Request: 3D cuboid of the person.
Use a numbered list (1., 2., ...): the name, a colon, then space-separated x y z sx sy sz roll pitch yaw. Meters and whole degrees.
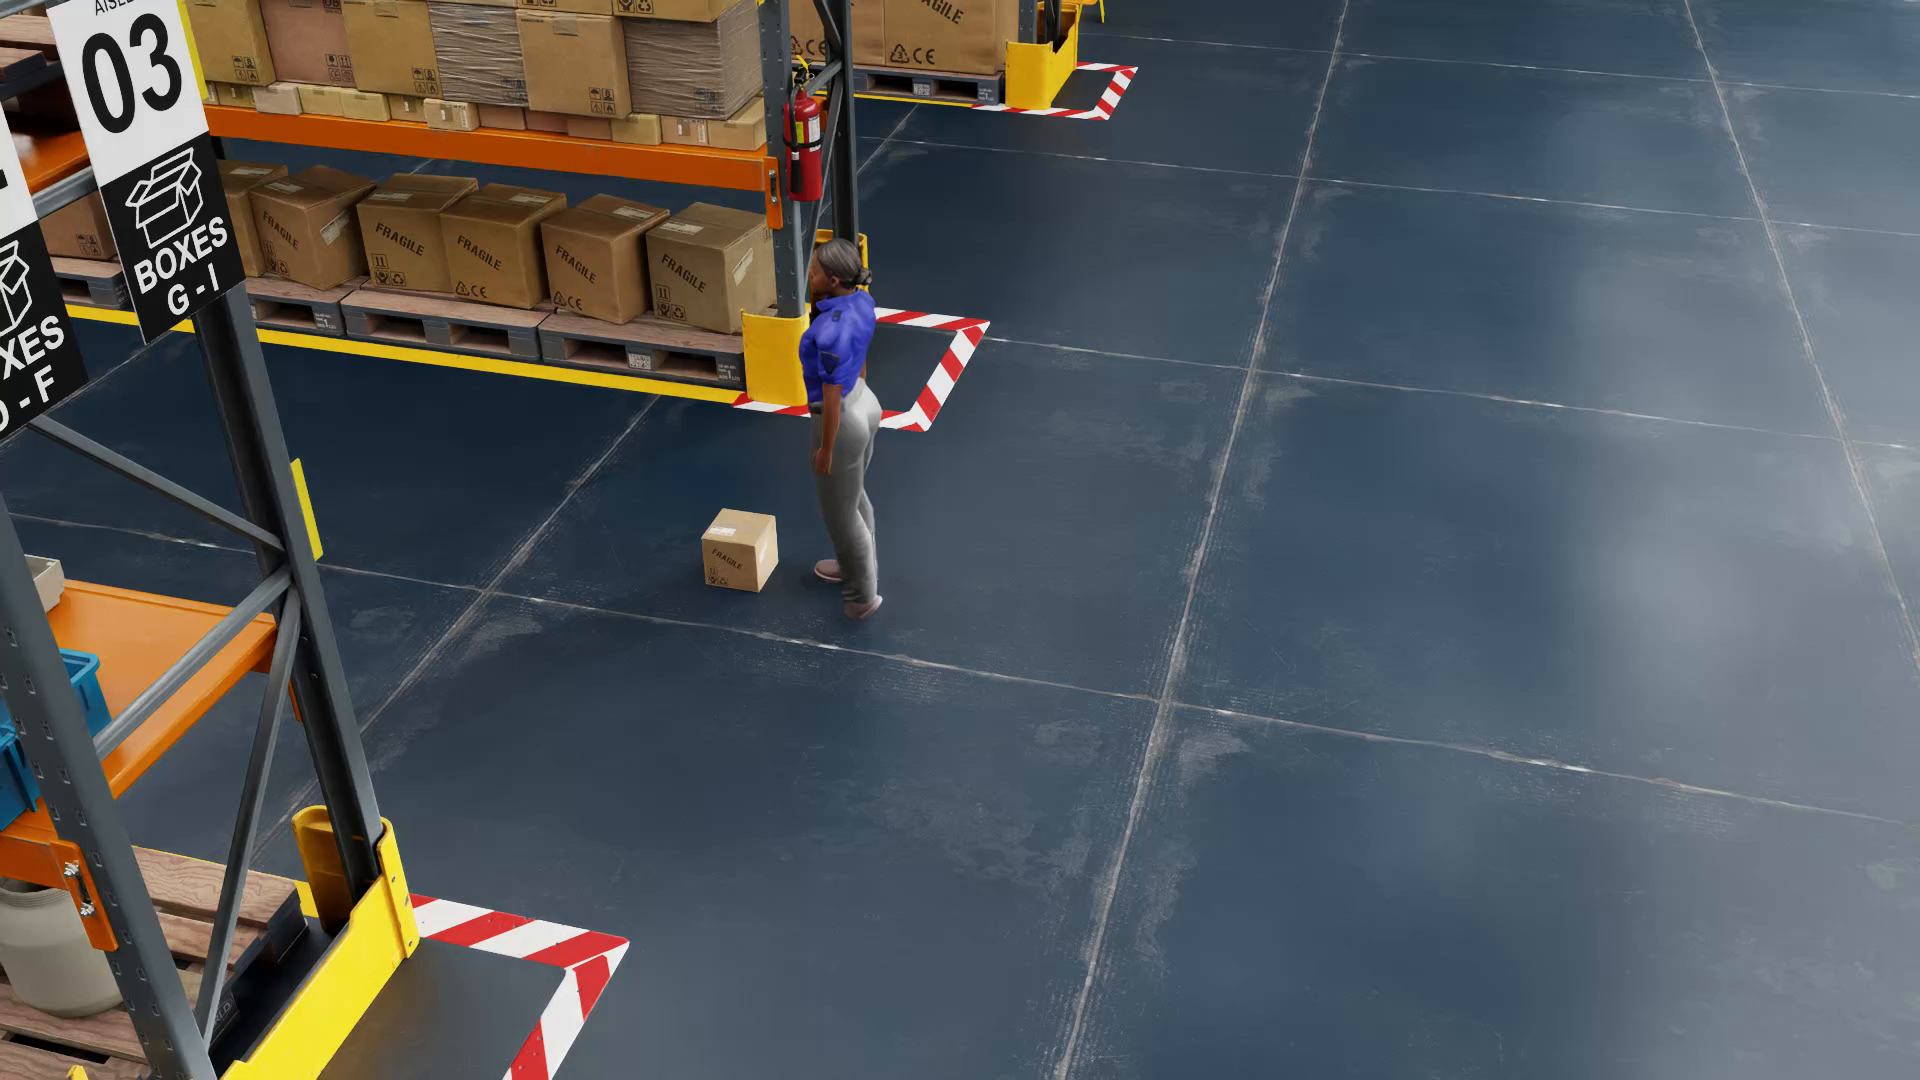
1. person: -0.487 -0.429 6.890 0.390 1.749 0.443 9 34 13
